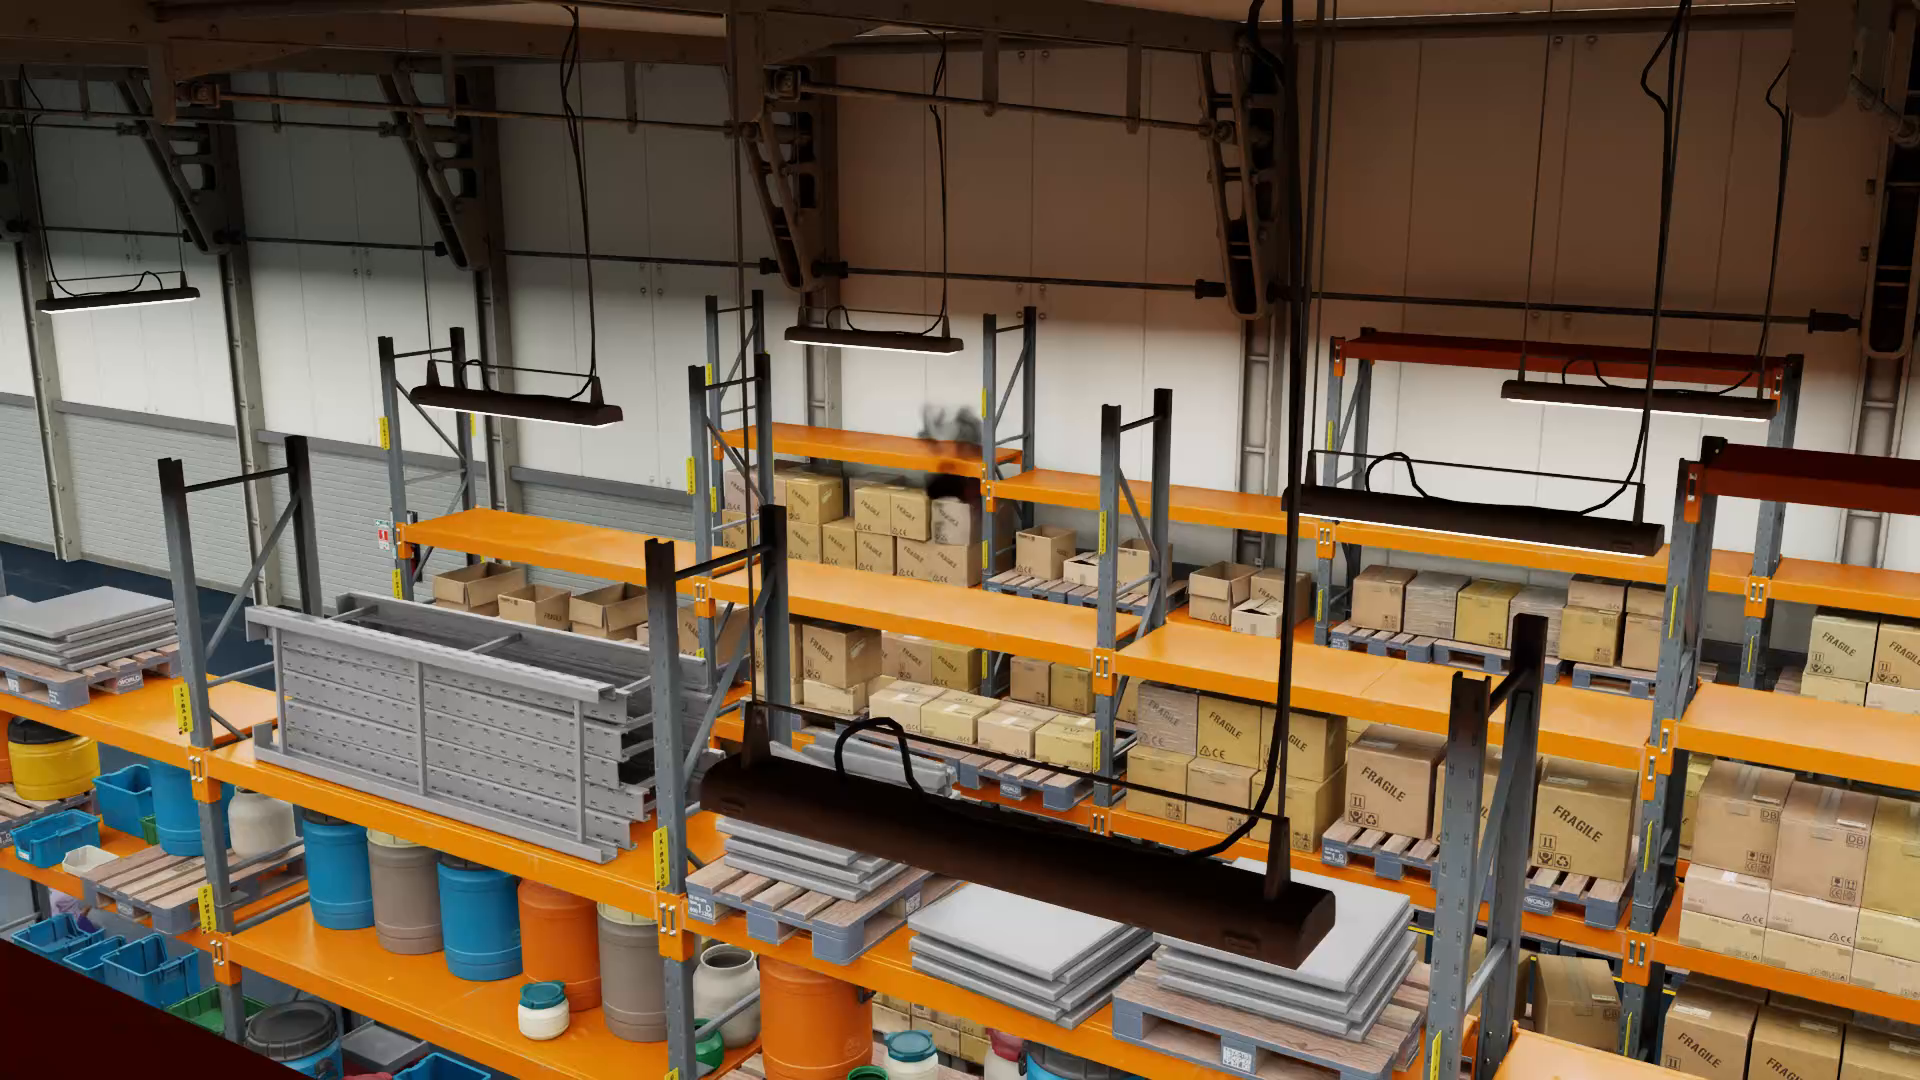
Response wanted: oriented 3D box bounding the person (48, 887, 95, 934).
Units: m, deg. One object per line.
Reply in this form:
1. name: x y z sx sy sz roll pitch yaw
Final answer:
1. person: -8.125 3.651 15.192 0.744 1.605 0.649 2 14 9
